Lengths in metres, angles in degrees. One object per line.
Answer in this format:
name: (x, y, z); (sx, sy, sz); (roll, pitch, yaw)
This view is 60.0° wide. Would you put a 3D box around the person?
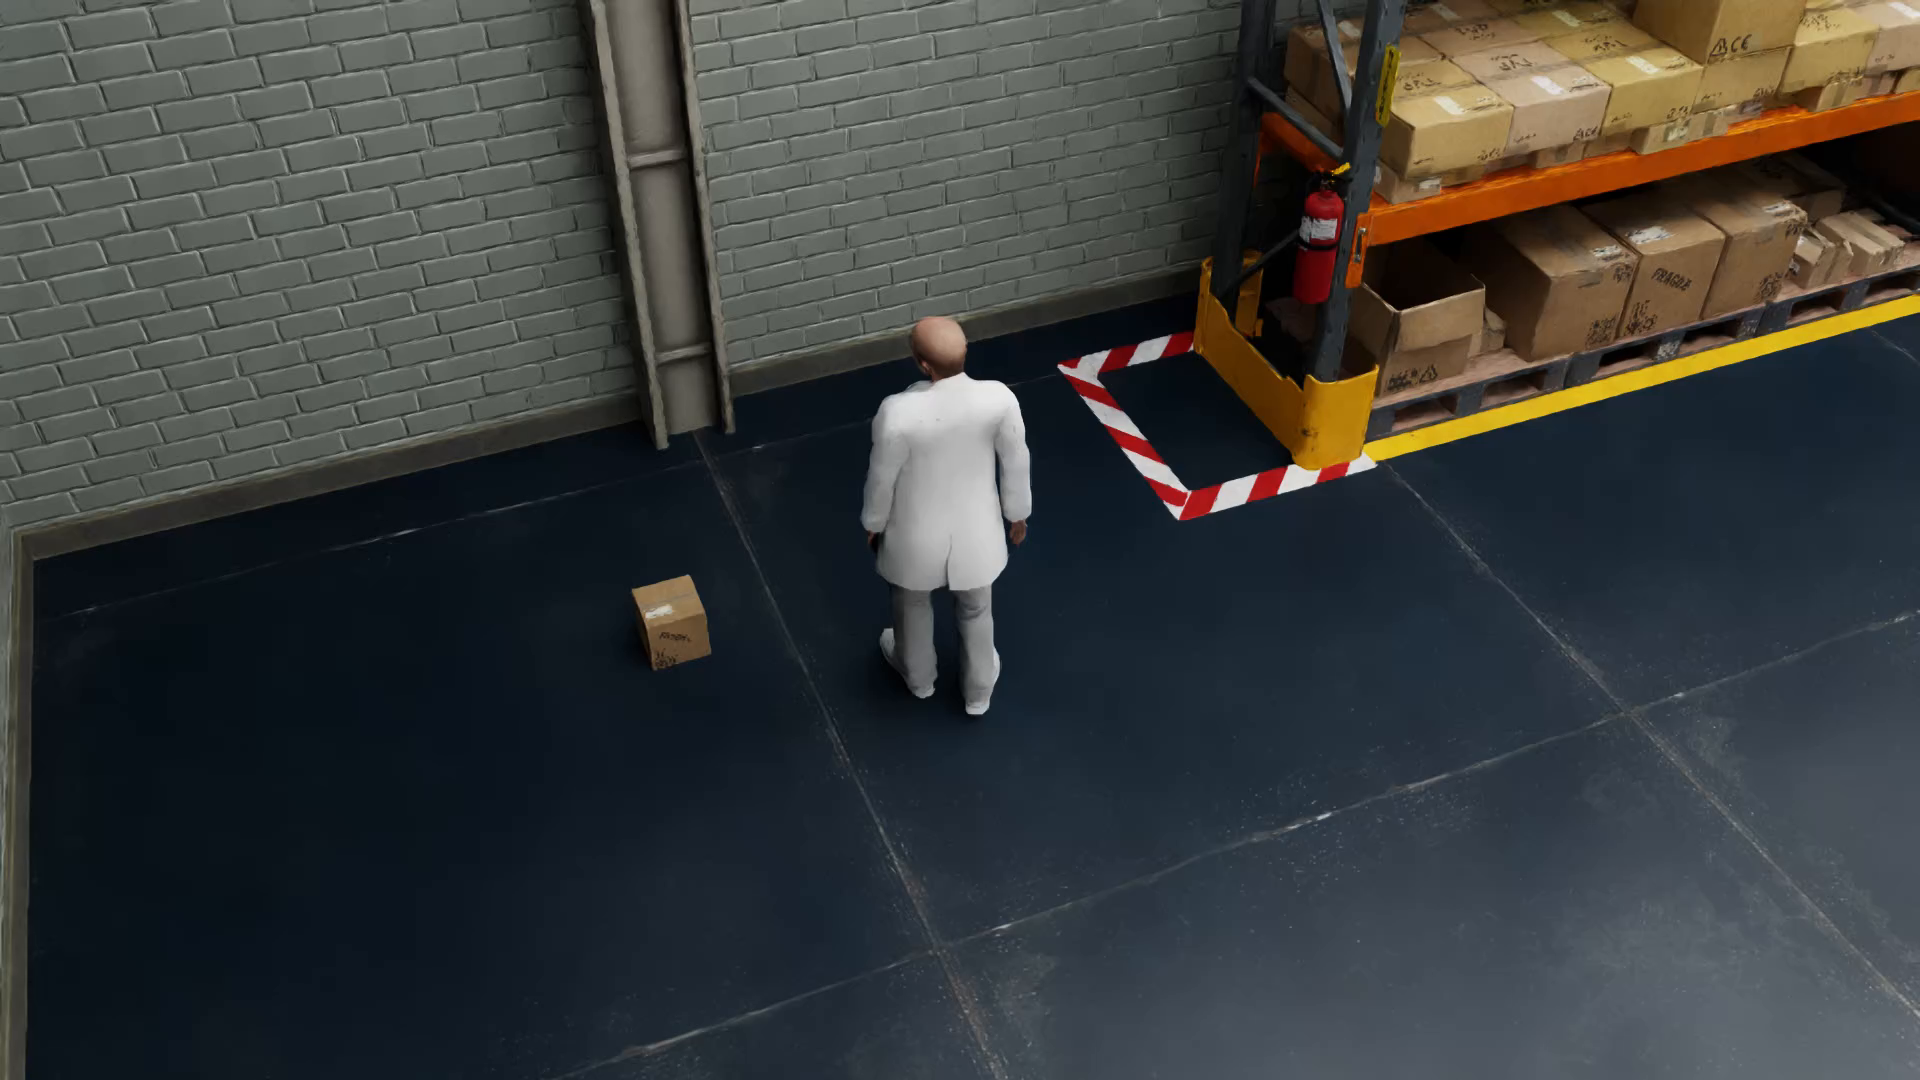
person: (-0.060, -0.108, 6.257); (0.647, 1.784, 0.509); (-9, 42, -10)
